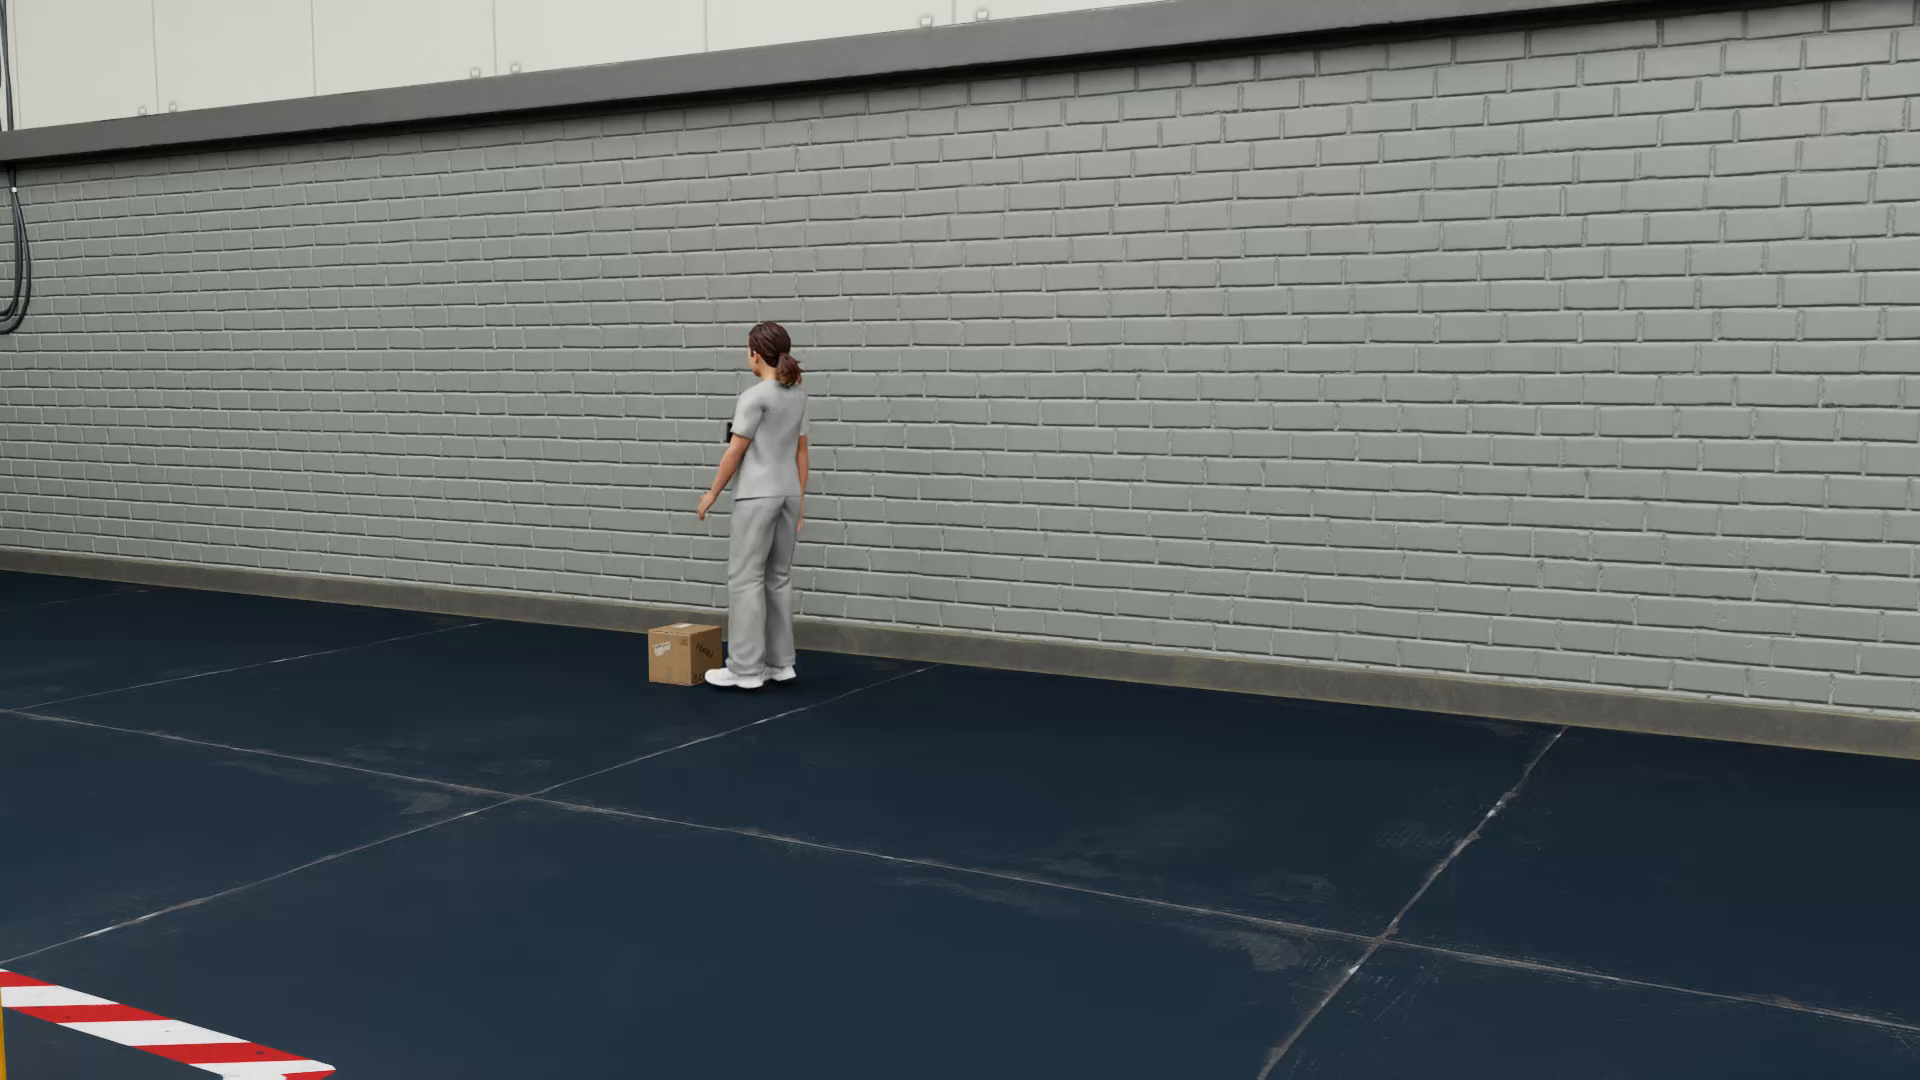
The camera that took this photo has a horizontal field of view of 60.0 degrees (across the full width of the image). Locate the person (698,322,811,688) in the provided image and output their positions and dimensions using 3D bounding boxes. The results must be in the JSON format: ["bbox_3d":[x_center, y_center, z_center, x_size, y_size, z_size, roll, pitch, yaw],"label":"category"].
[{"bbox_3d":[-0.920,-0.152,7.660,0.478,1.692,0.455,4,7,32],"label":"person"}]
